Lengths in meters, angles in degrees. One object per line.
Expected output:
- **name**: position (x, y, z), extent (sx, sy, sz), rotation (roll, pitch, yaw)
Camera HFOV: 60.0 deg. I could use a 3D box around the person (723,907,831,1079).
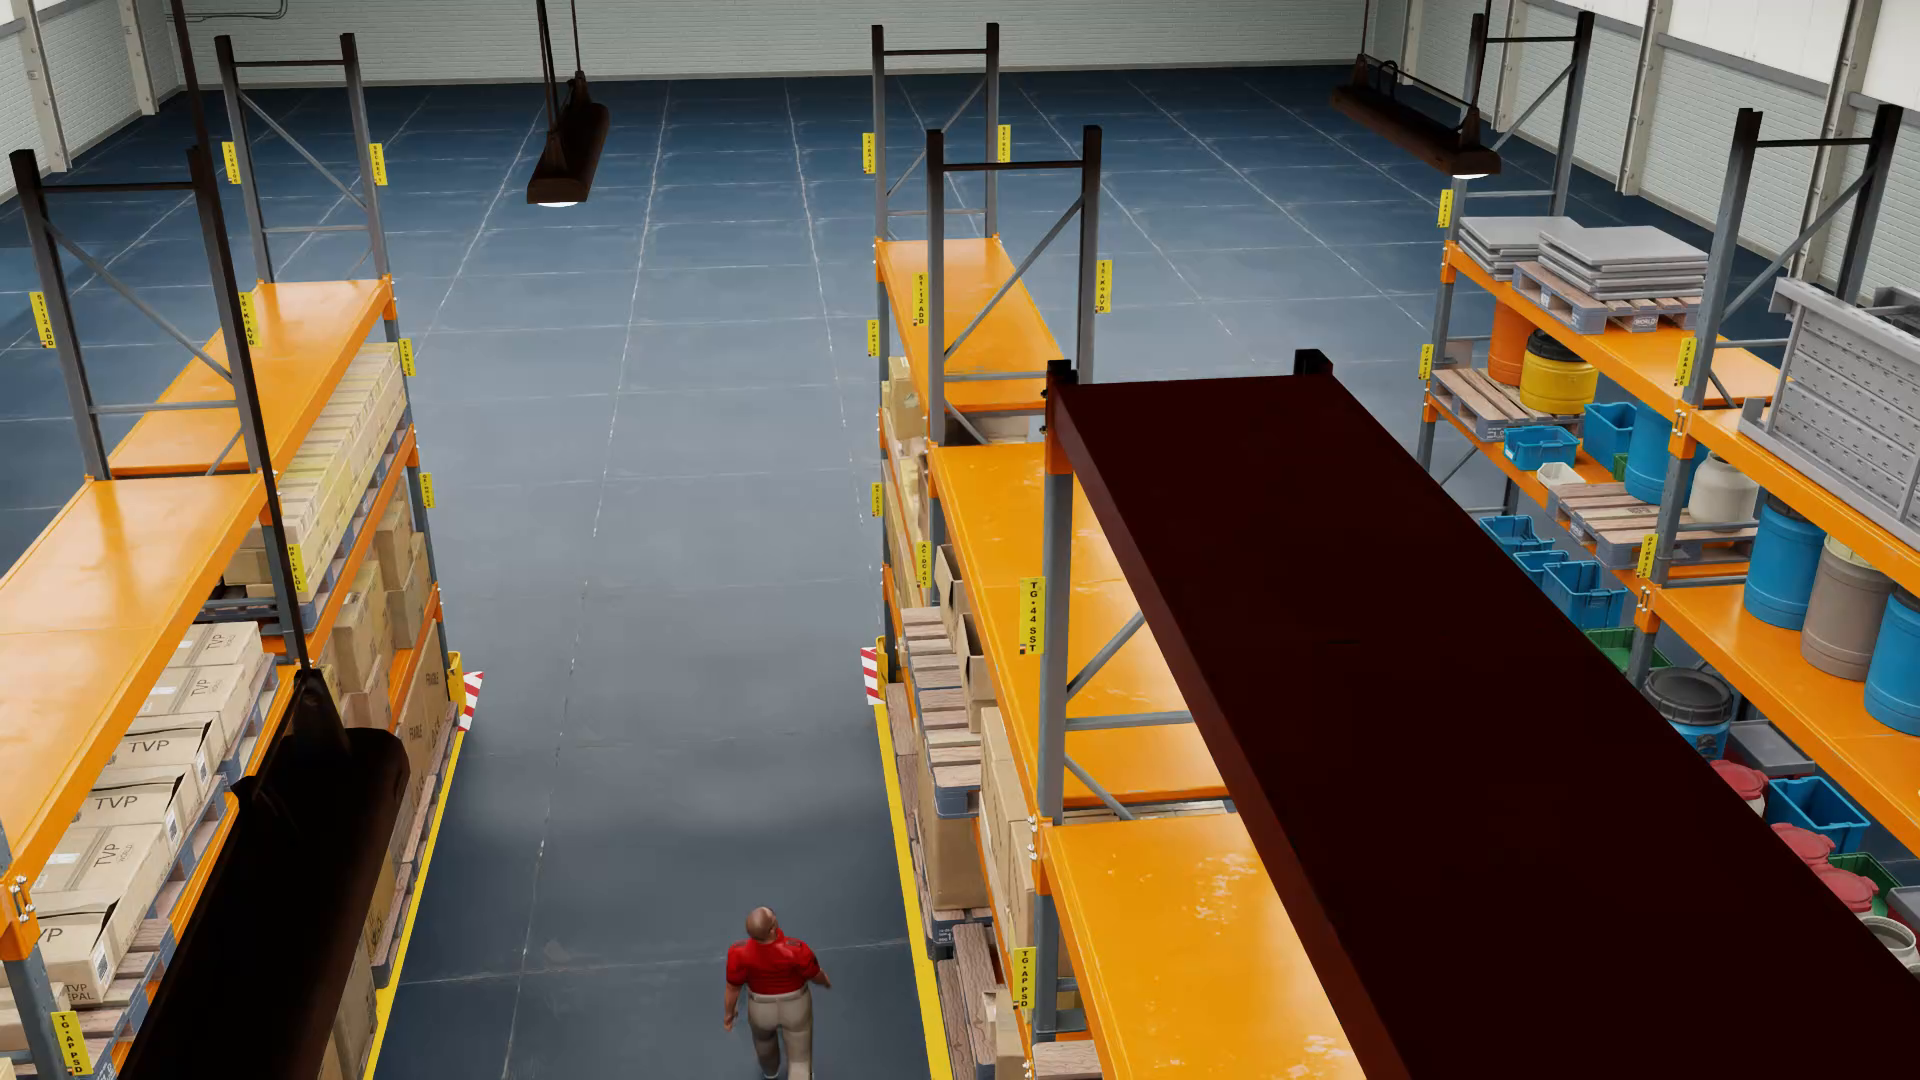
- **person**: position (-1.152, 2.908, 10.482), extent (0.687, 1.661, 1.028), rotation (-2, 26, -5)
